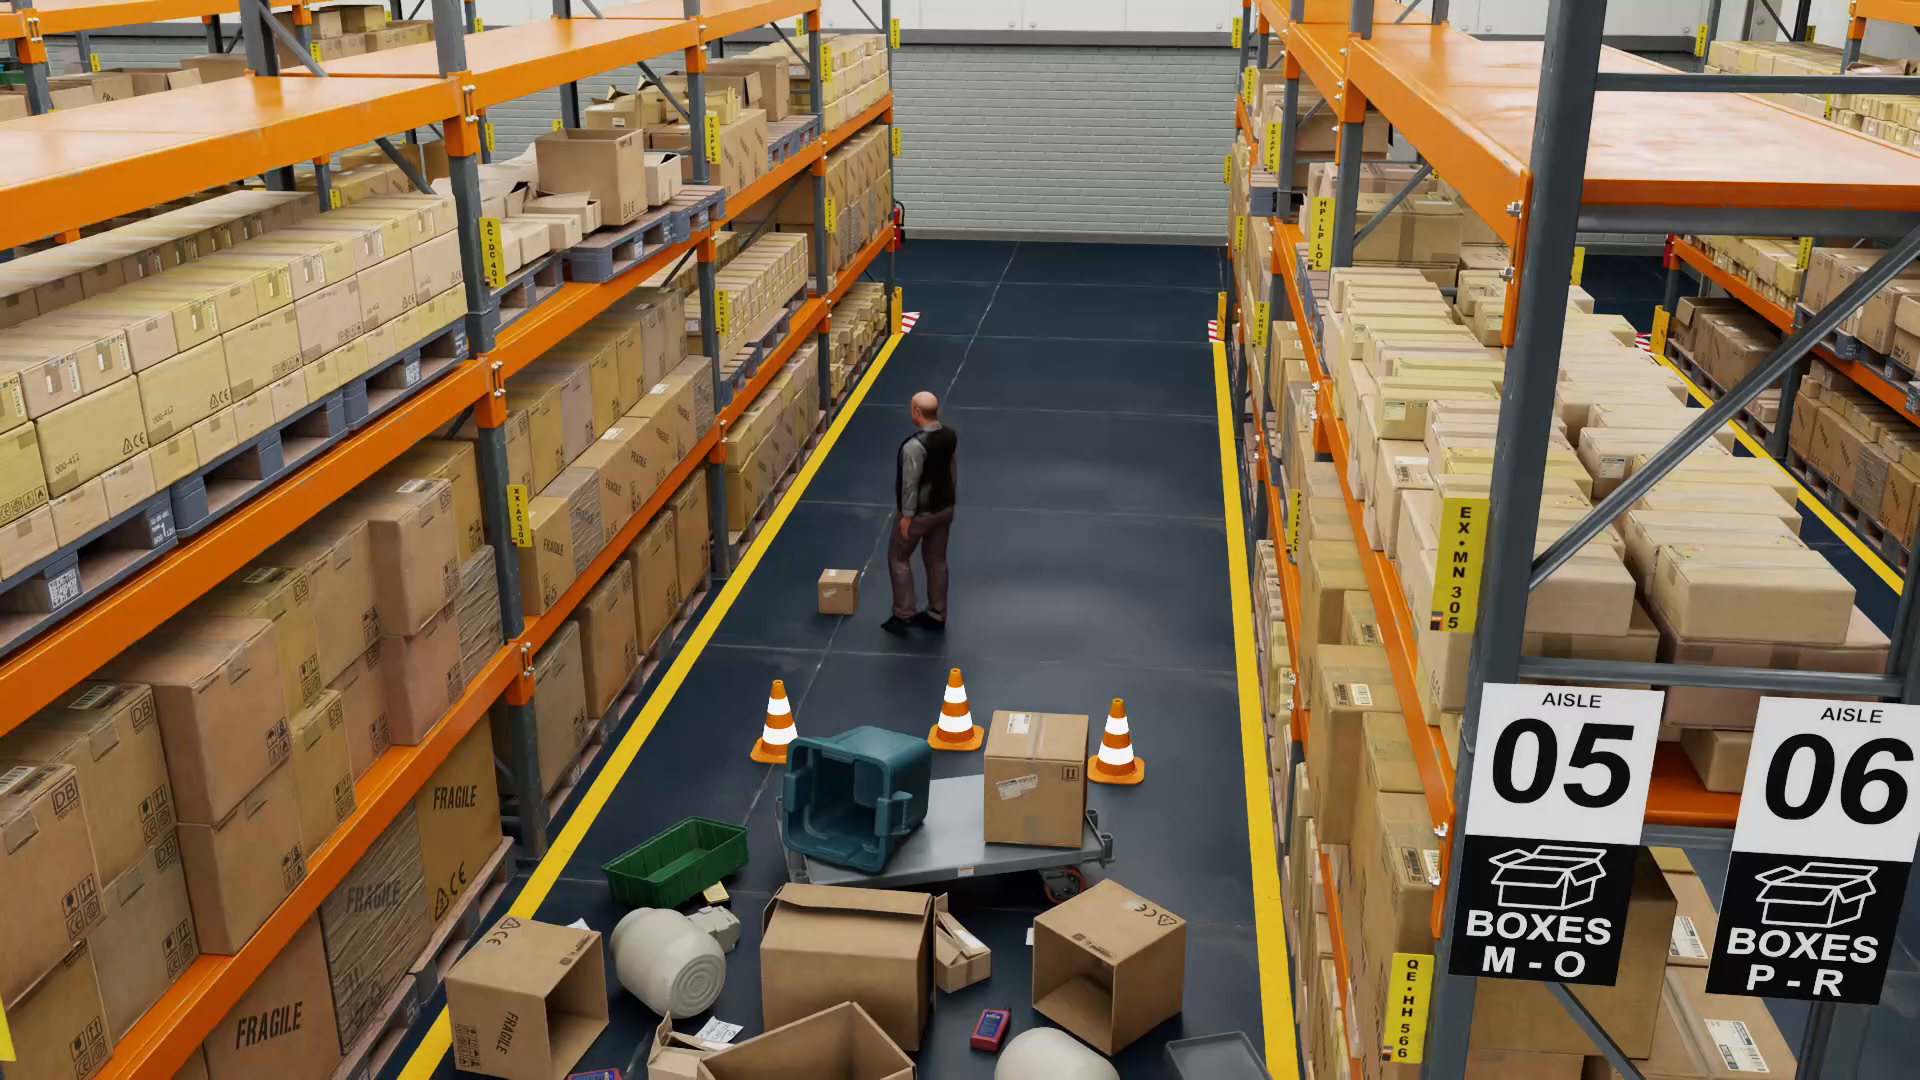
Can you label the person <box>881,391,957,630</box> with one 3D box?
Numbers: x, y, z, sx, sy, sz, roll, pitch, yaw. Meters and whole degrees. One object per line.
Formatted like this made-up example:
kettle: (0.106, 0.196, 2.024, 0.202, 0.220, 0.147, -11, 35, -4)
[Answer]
person: (-0.269, -0.182, 11.650, 0.447, 1.781, 0.562, 19, 28, 40)
